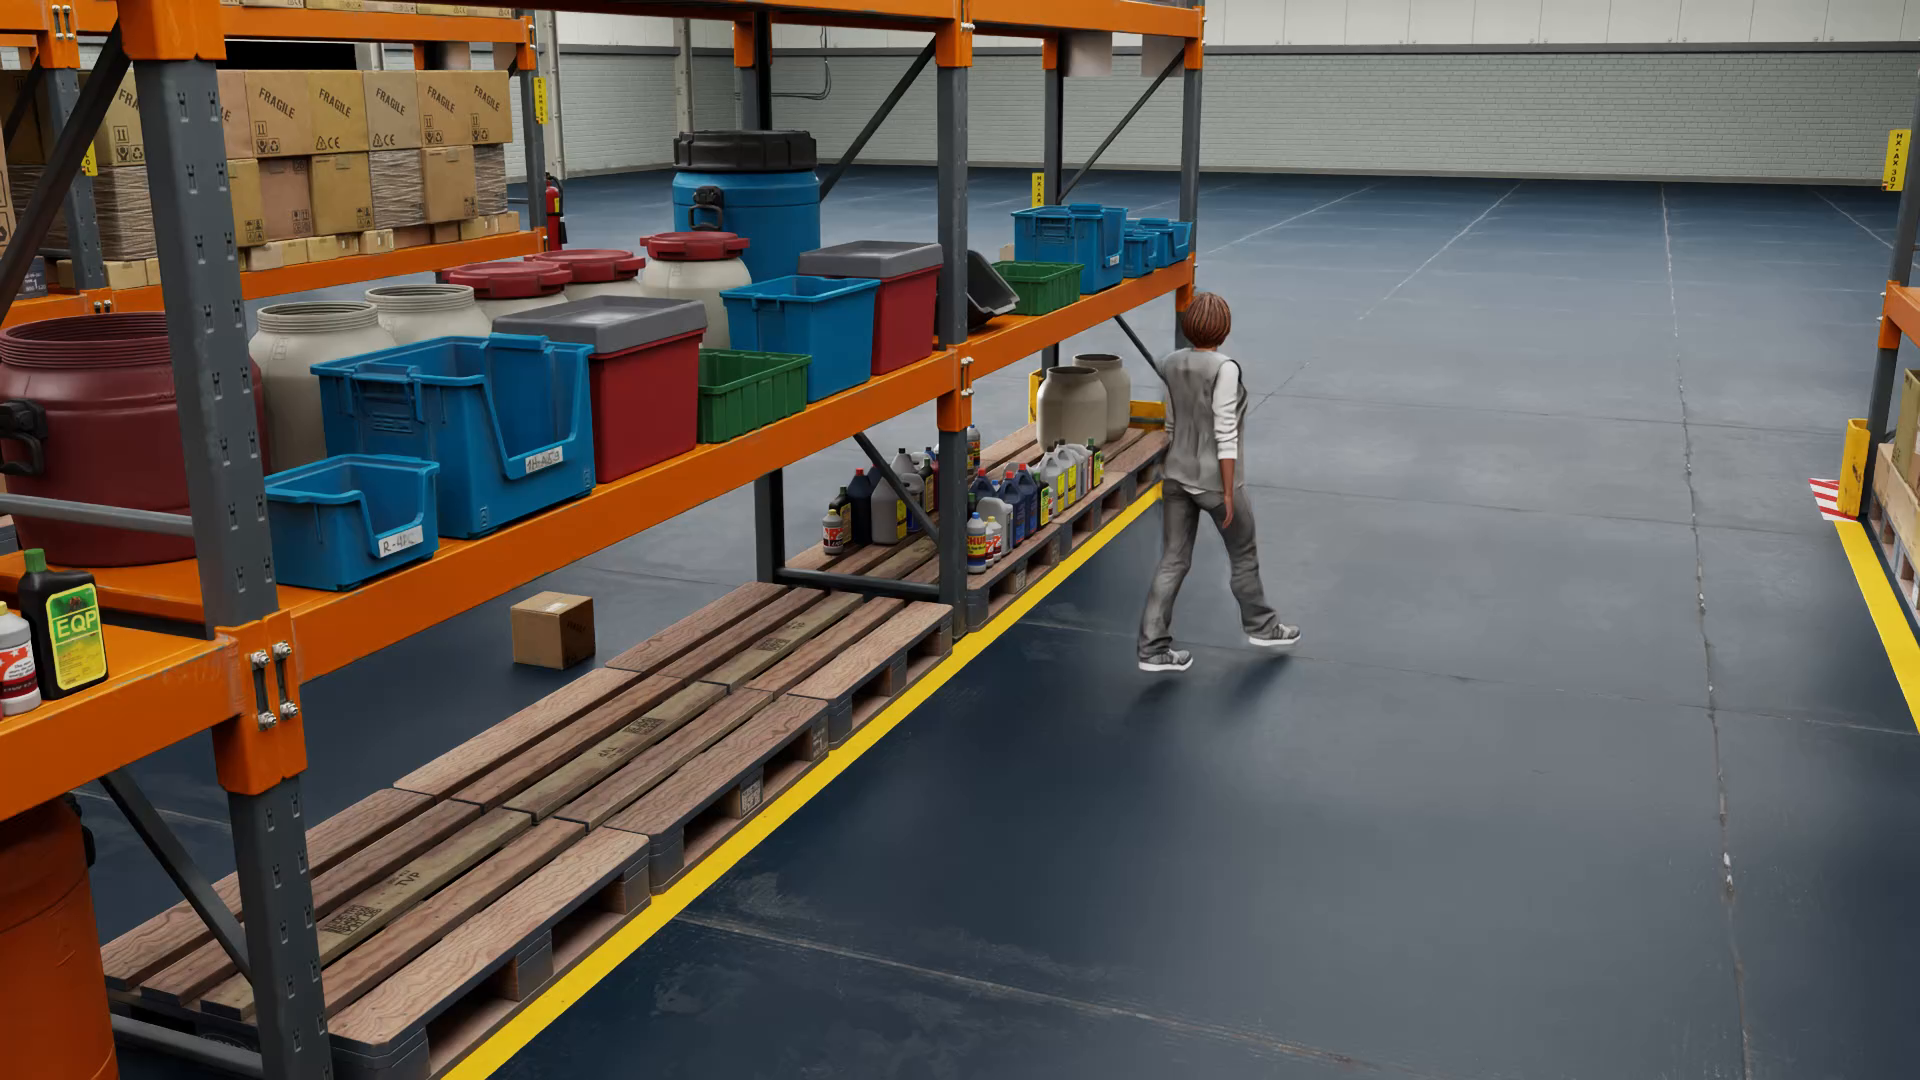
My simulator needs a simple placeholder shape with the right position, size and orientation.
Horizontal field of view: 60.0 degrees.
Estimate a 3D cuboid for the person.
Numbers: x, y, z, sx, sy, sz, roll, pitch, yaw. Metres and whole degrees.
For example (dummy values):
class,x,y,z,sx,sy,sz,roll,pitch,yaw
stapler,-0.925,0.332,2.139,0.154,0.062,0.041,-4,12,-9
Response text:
class,x,y,z,sx,sy,sz,roll,pitch,yaw
person,1.060,-0.258,6.910,0.882,1.556,0.462,-14,21,-41
